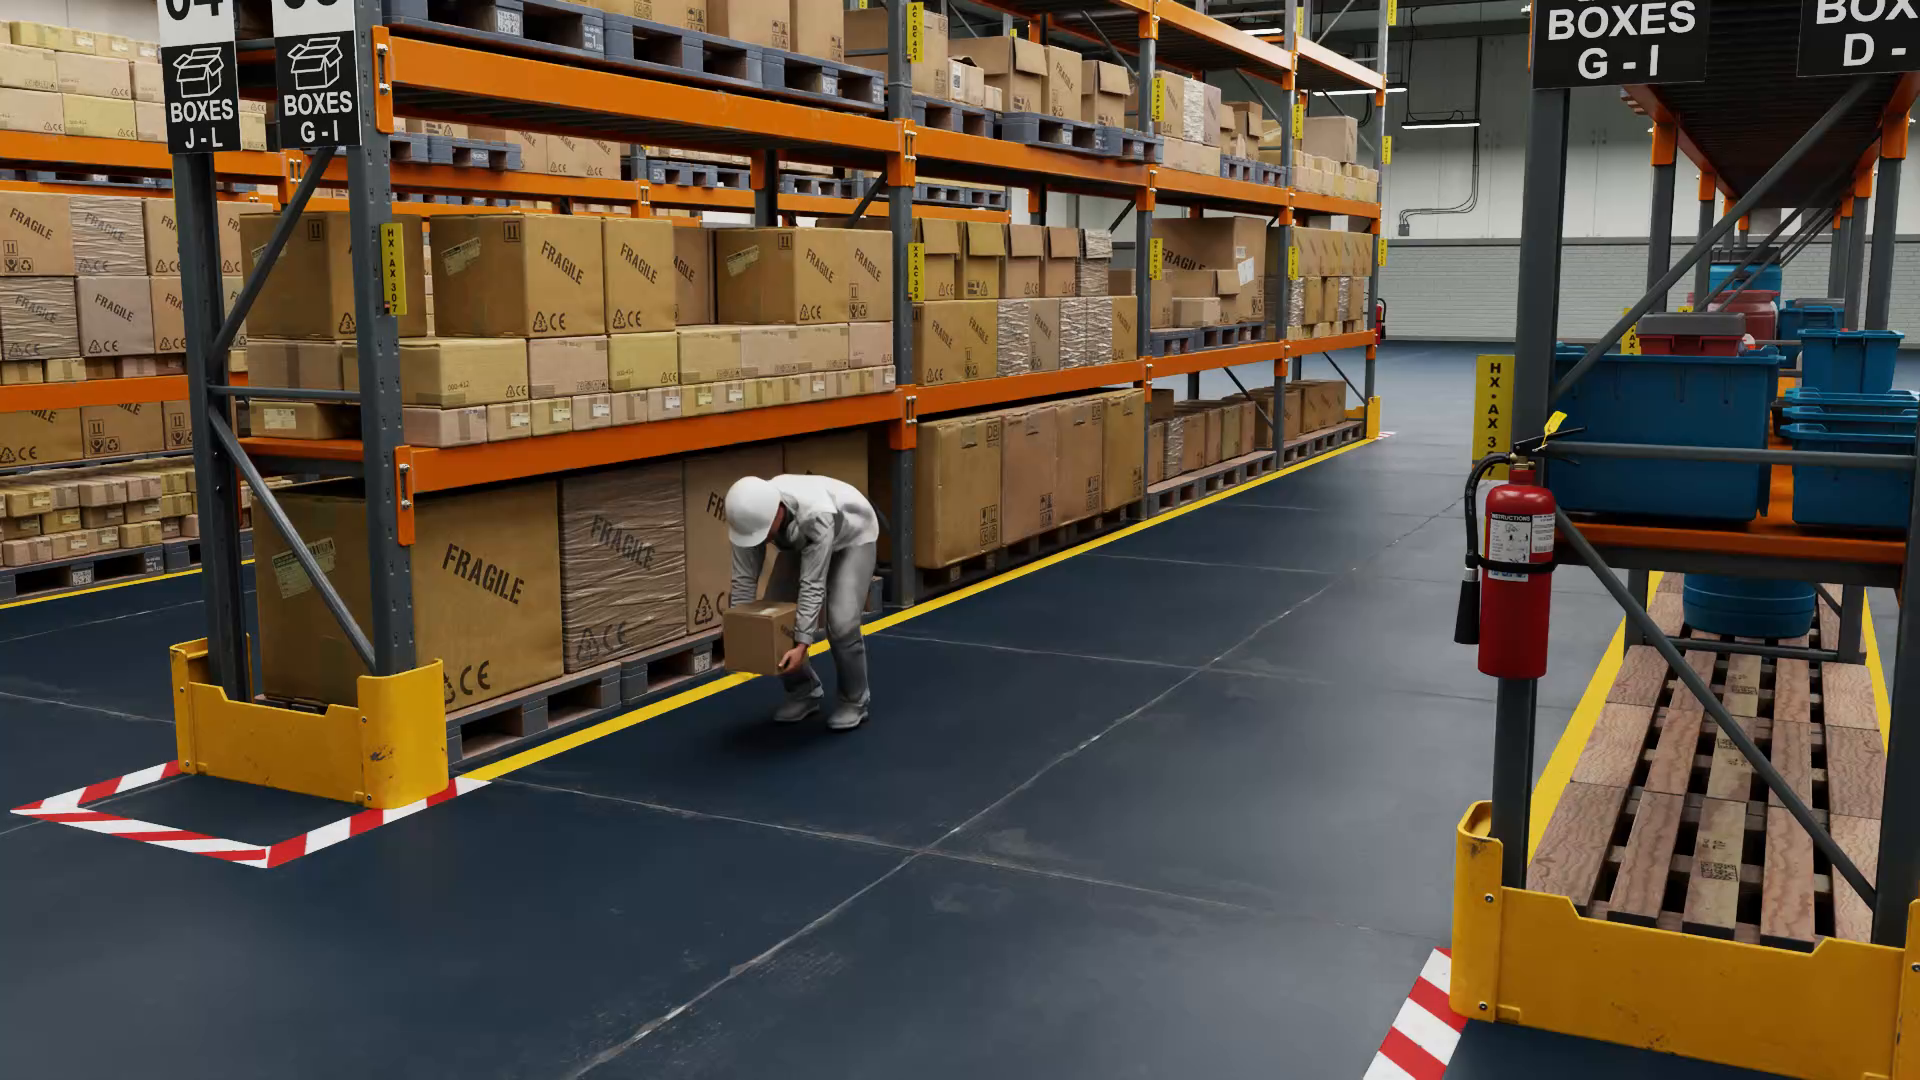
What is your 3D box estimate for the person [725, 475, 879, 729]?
[{"bbox_3d":[-0.696,0.263,7.102,0.493,1.154,0.989,4,10,23],"label":"person"}]
